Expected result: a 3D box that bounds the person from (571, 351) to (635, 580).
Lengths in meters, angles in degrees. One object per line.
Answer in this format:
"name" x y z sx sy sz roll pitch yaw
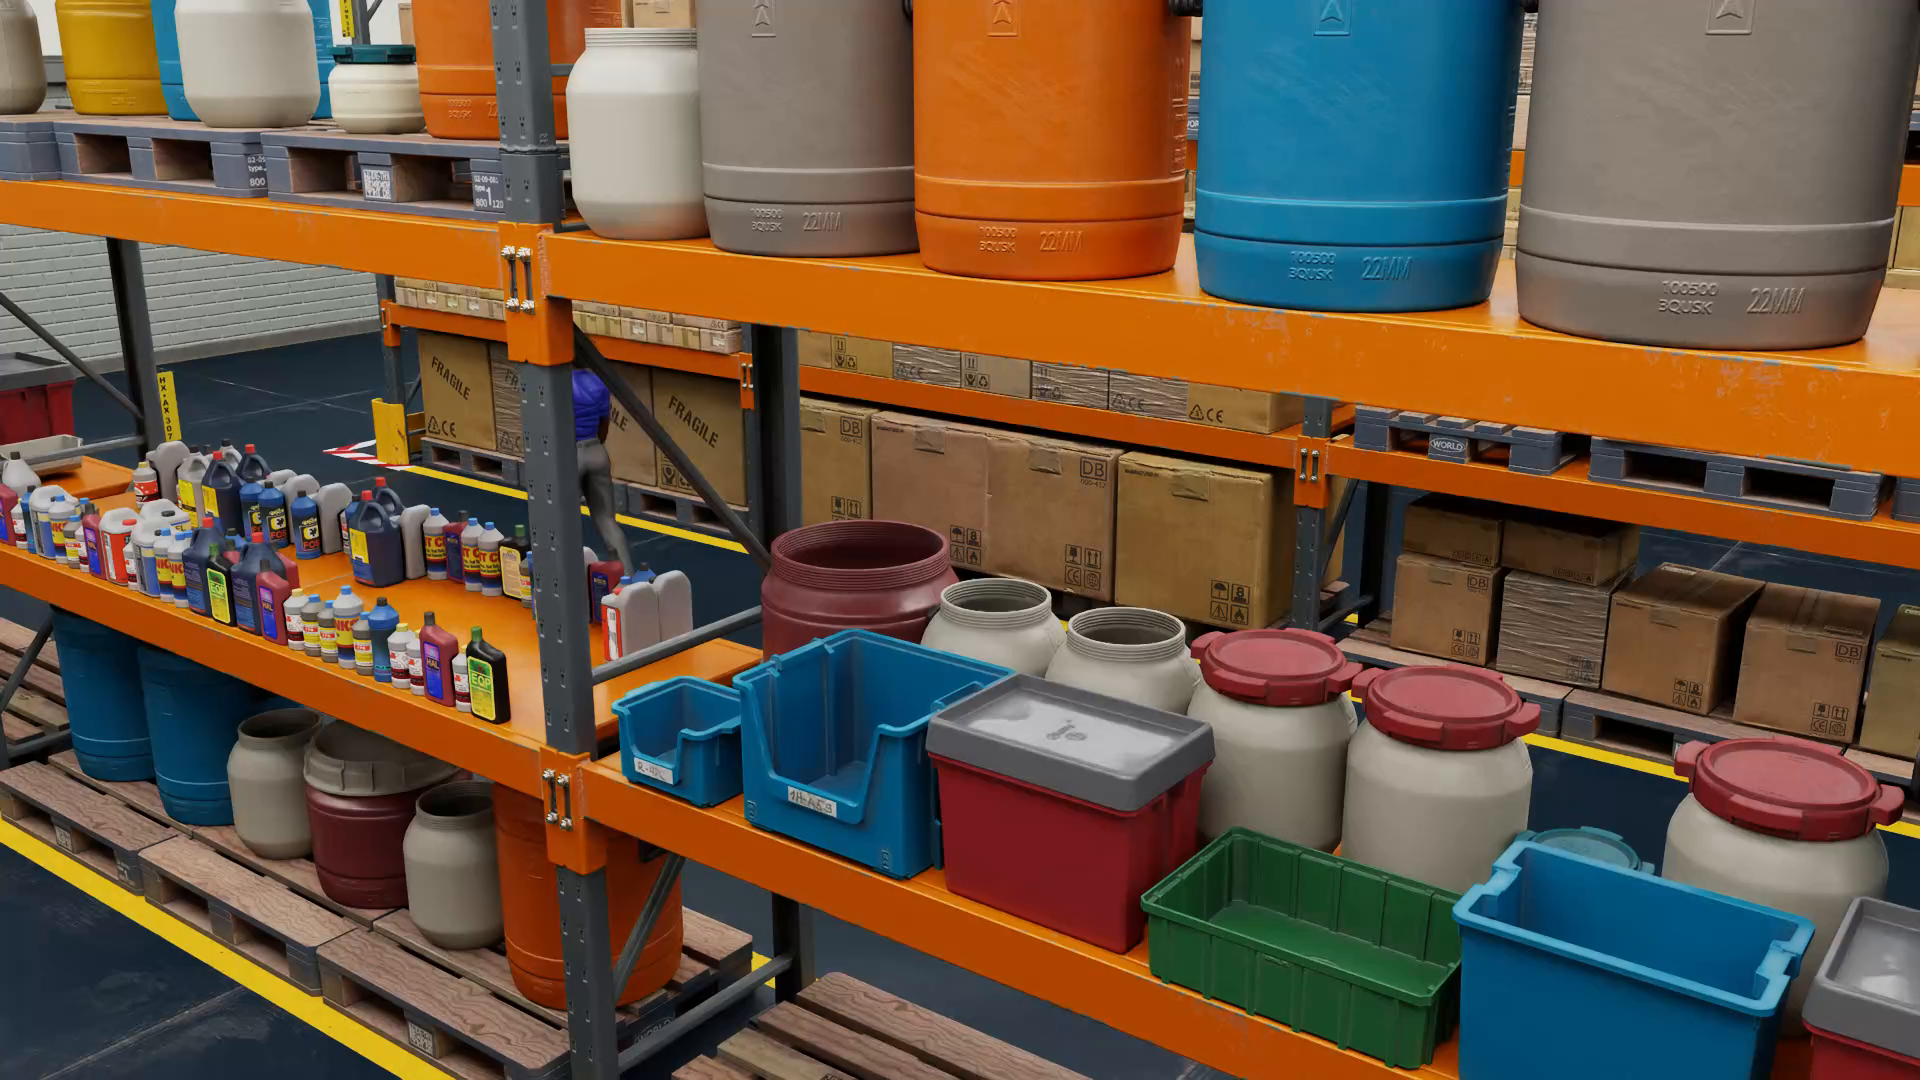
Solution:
"person" -2.318 -0.472 10.119 0.446 1.600 0.988 -13 21 -36
